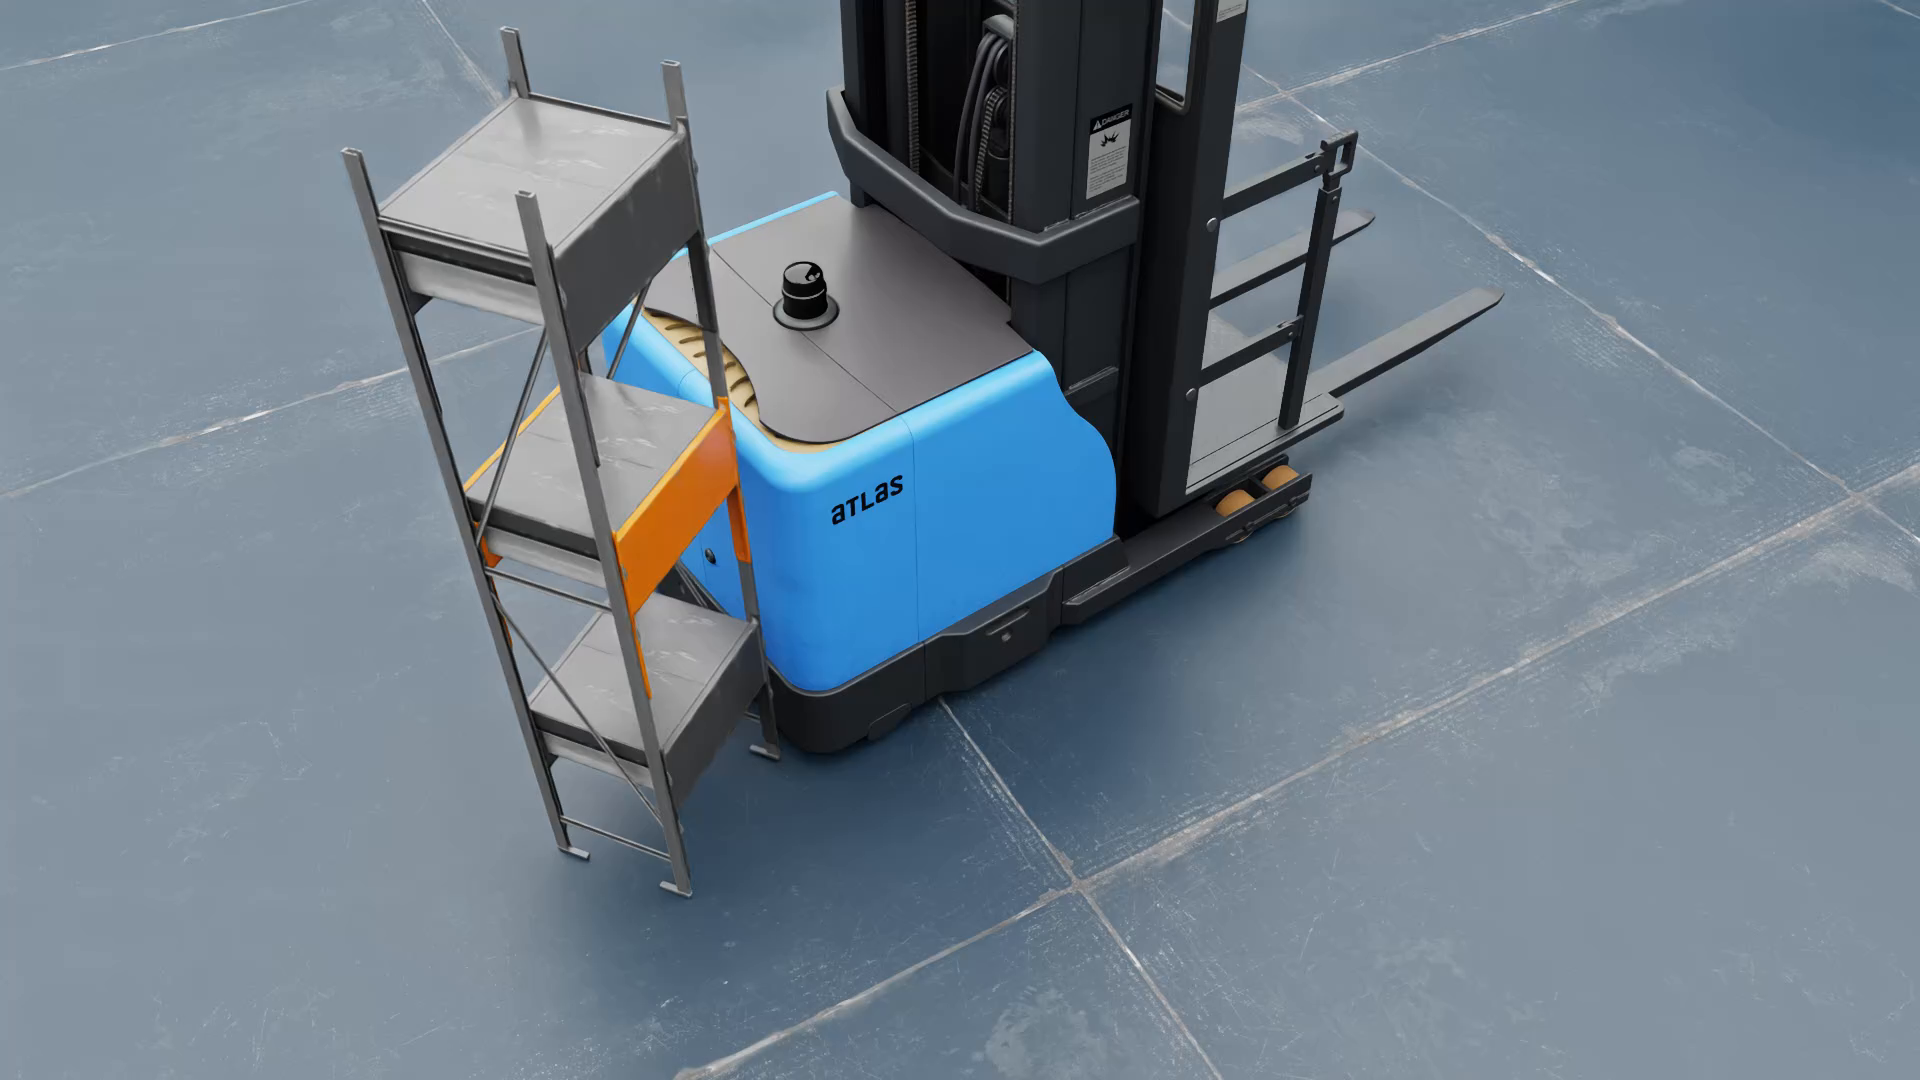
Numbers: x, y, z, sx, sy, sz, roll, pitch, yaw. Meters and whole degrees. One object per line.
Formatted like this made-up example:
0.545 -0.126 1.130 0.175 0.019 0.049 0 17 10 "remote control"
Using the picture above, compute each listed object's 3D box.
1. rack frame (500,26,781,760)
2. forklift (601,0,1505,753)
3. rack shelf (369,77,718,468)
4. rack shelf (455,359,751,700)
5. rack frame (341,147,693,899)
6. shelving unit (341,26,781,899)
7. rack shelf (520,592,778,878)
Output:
-0.701 -0.201 3.940 0.400 2.100 0.015 16 47 17 "rack frame"
0.498 -1.312 4.497 3.031 2.935 1.130 -28 50 -25 "forklift"
-0.808 -0.536 3.302 0.431 0.518 0.480 16 47 17 "rack shelf"
-0.797 -0.034 3.790 0.431 0.518 0.480 16 47 17 "rack shelf"
-0.894 0.114 3.620 0.400 2.100 0.015 16 47 17 "rack frame"
-0.797 -0.044 3.780 0.431 2.100 0.503 16 47 17 "shelving unit"
-0.786 0.469 4.277 0.431 0.518 0.480 16 47 17 "rack shelf"
